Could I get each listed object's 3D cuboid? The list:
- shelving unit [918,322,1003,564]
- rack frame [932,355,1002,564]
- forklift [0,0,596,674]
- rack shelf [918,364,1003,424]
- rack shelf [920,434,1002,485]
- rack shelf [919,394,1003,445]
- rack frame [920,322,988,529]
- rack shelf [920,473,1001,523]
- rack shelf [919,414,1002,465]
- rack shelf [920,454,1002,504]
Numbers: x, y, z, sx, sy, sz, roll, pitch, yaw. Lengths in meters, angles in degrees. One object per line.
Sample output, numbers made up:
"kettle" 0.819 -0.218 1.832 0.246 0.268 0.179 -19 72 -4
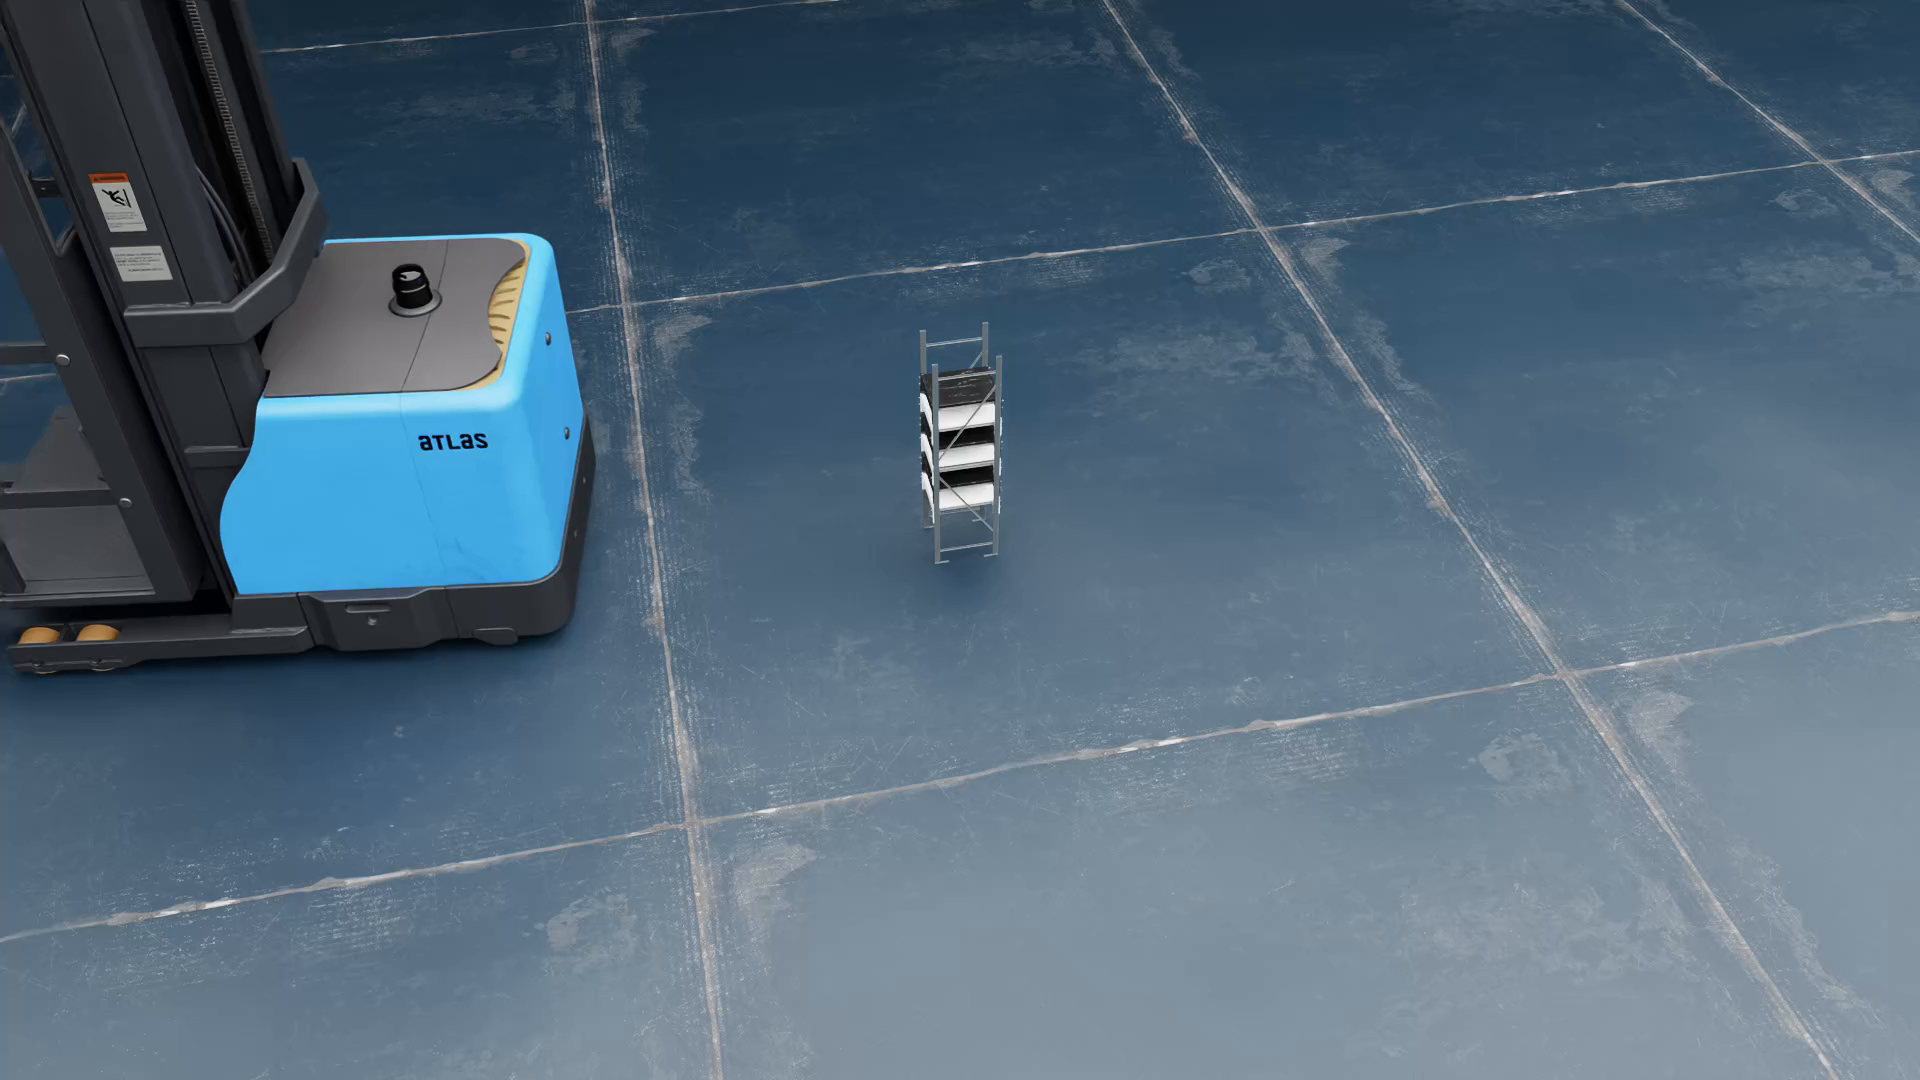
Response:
"shelving unit" 0.002 -0.331 5.945 0.258 0.900 0.210 -8 42 -9
"rack frame" 0.024 -0.265 5.871 0.240 0.900 0.006 -8 42 -9
"forklift" -2.902 -1.000 5.168 3.031 2.935 1.130 -3 42 -3
"rack shelf" 0.002 -0.508 5.788 0.258 0.077 0.200 -8 42 -9
"rack shelf" 0.002 -0.306 5.967 0.258 0.077 0.200 -8 42 -9
"rack shelf" 0.002 -0.441 5.848 0.258 0.077 0.200 -8 42 -9
"rack frame" -0.020 -0.397 6.020 0.240 0.900 0.006 -8 42 -9
"rack shelf" 0.002 -0.172 6.087 0.258 0.077 0.200 -8 42 -9
"rack shelf" 0.002 -0.374 5.908 0.258 0.077 0.200 -8 42 -9
"rack shelf" 0.002 -0.239 6.027 0.258 0.077 0.200 -8 42 -9
